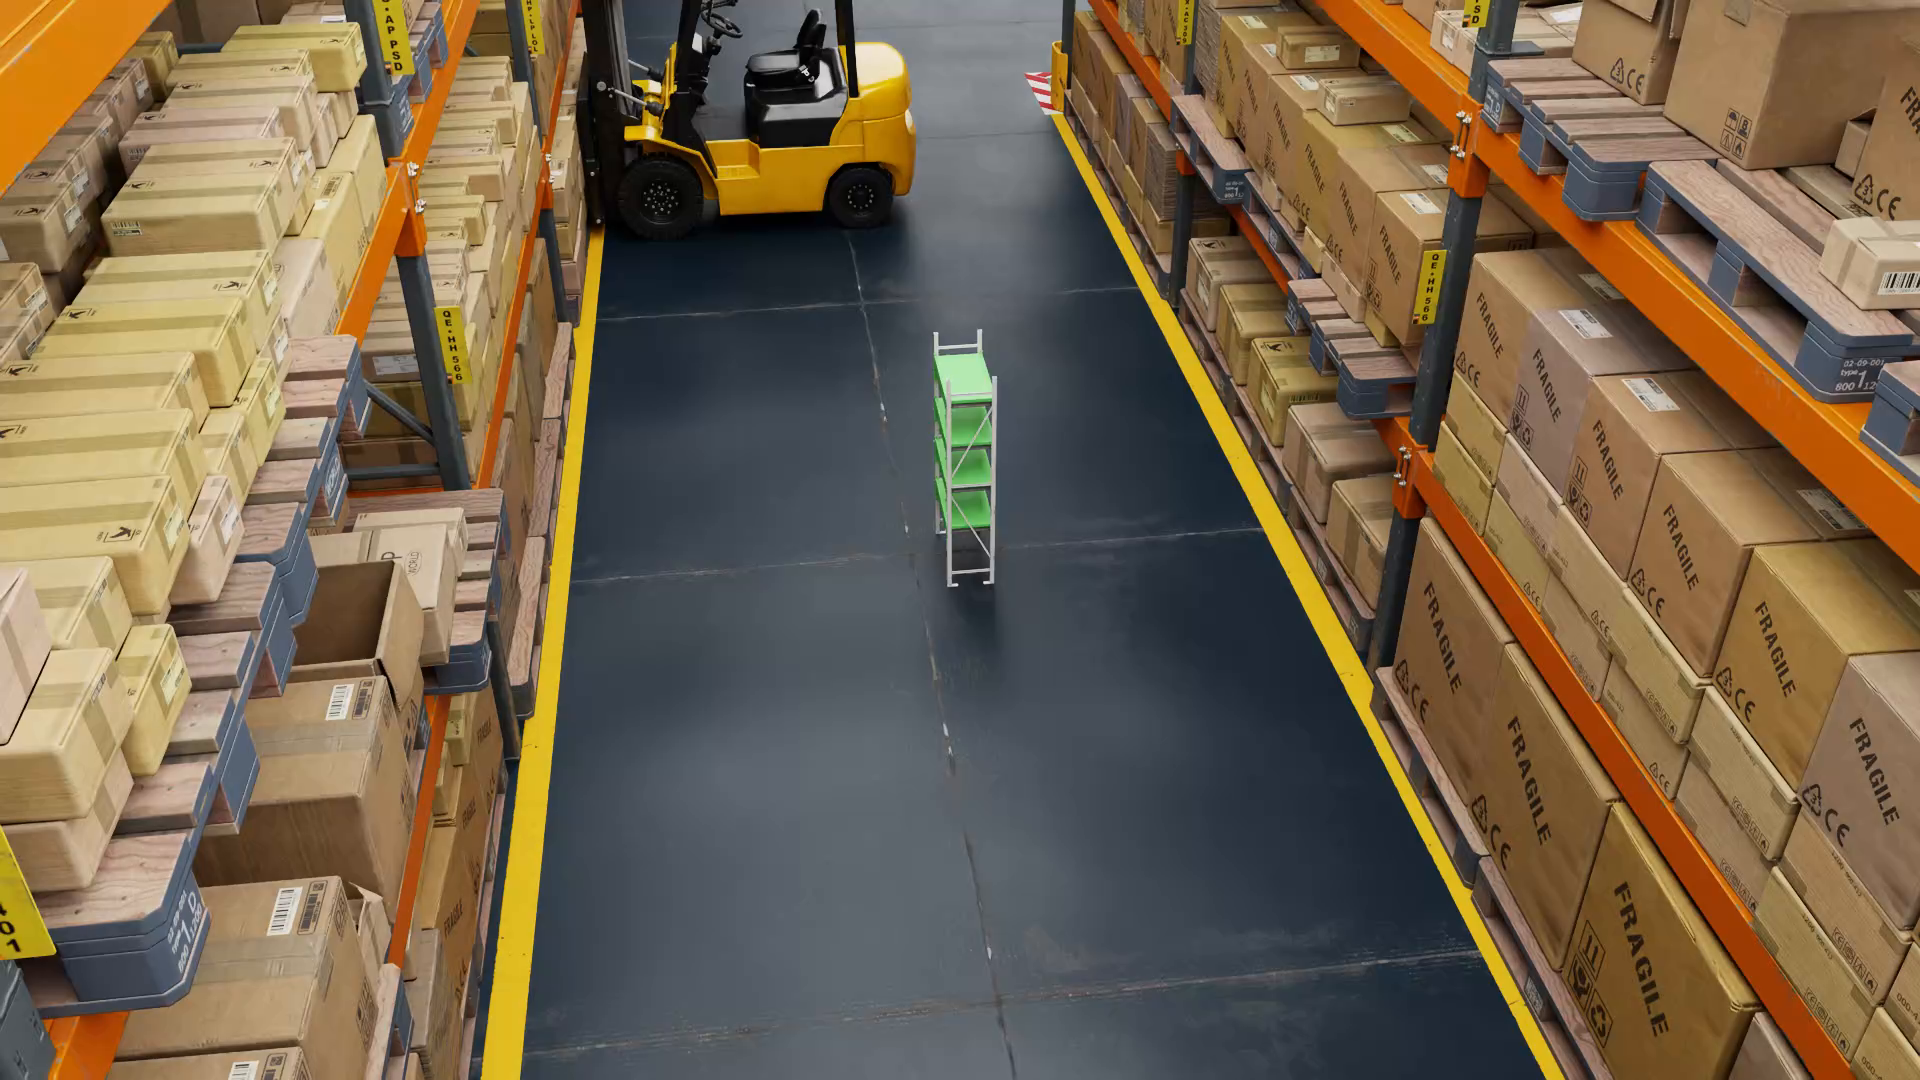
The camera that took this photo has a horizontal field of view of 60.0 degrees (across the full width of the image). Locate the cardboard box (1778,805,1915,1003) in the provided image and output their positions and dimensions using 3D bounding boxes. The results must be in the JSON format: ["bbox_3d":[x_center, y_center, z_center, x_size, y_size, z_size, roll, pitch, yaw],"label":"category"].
[{"bbox_3d":[2.611,0.955,4.502,0.500,0.250,0.500,-4,34,-5],"label":"cardboard box"}]

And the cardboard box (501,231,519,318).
[{"bbox_3d":[-2.495,-1.310,8.270,0.500,0.250,0.500,-3,34,-5],"label":"cardboard box"}]

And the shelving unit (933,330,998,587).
[{"bbox_3d":[0.022,-0.403,8.405,0.258,1.200,0.503,-4,35,-6],"label":"shelving unit"}]

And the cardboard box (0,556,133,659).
[{"bbox_3d":[-1.644,0.167,2.803,0.380,0.149,0.250,-4,34,-6],"label":"cardboard box"}]

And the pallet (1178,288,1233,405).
[{"bbox_3d":[2.016,-1.272,10.557,1.003,0.211,1.213,-4,35,-6],"label":"pallet"}]

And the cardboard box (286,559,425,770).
[{"bbox_3d":[-2.067,0.432,5.116,0.797,0.503,0.637,-5,35,-7],"label":"cardboard box"}]

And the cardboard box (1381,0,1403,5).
[{"bbox_3d":[2.215,-2.757,7.506,0.797,0.503,0.637,-4,35,-6],"label":"cardboard box"}]

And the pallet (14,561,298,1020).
[{"bbox_3d":[-1.950,0.453,3.054,1.213,0.211,1.003,-4,35,-6],"label":"pallet"}]

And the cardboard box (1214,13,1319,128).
[{"bbox_3d":[1.757,-2.633,9.353,0.500,0.500,0.500,-4,35,-6],"label":"cardboard box"}]

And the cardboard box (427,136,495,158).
[{"bbox_3d":[-2.541,-1.905,8.346,0.380,0.149,0.250,-4,34,-6],"label":"cardboard box"}]

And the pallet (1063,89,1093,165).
[{"bbox_3d":[1.457,-3.440,13.739,1.003,0.211,1.213,-4,35,-6],"label":"pallet"}]

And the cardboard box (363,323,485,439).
[{"bbox_3d":[-2.263,-0.661,6.874,0.500,0.250,0.500,-4,35,-6],"label":"cardboard box"}]

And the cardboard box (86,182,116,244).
[{"bbox_3d":[-2.628,-0.938,4.707,0.380,0.149,0.250,-5,35,-7],"label":"cardboard box"}]

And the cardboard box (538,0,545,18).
[{"bbox_3d":[-2.849,-3.419,10.567,0.380,0.149,0.250,-4,34,-5],"label":"cardboard box"}]

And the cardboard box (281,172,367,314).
[{"bbox_3d":[-2.092,-0.877,4.972,0.500,0.250,0.500,-4,35,-6],"label":"cardboard box"}]

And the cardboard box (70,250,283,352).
[{"bbox_3d":[-1.803,-0.544,3.848,0.380,0.149,0.250,-4,34,-6],"label":"cardboard box"}]

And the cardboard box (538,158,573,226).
[{"bbox_3d":[-2.762,-2.225,10.660,0.500,0.250,0.500,-5,35,-7],"label":"cardboard box"}]

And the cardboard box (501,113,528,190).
[{"bbox_3d":[-2.612,-2.084,8.962,0.500,0.250,0.500,-5,35,-8],"label":"cardboard box"}]

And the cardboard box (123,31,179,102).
[{"bbox_3d":[-2.695,-1.487,5.248,0.380,0.149,0.250,-6,35,-8],"label":"cardboard box"}]

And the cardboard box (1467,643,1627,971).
[{"bbox_3d":[2.574,0.968,6.308,0.875,0.875,0.875,-4,34,-6],"label":"cardboard box"}]

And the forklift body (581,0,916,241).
[{"bbox_3d":[-1.483,-3.442,12.019,2.313,2.155,1.214,-4,35,-6],"label":"forklift body"}]

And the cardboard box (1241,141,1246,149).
[{"bbox_3d":[1.810,-2.303,9.445,0.380,0.149,0.250,-2,34,-3],"label":"cardboard box"}]

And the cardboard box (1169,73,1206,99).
[{"bbox_3d":[1.565,-2.911,10.709,0.380,0.149,0.250,-5,35,-7],"label":"cardboard box"}]

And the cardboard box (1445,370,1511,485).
[{"bbox_3d":[2.271,-0.469,6.593,0.500,0.250,0.500,-5,35,-7],"label":"cardboard box"}]

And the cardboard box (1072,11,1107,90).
[{"bbox_3d":[1.210,-3.953,13.419,0.500,0.500,0.500,-5,35,-8],"label":"cardboard box"}]

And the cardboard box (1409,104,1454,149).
[{"bbox_3d":[2.462,-1.819,8.158,0.500,0.500,0.500,-4,34,-6],"label":"cardboard box"}]

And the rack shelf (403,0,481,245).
[{"bbox_3d":[-2.739,-2.307,7.575,1.077,0.370,4.000,-4,35,-6],"label":"rack shelf"}]

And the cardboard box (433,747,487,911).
[{"bbox_3d":[-2.143,1.111,6.432,0.500,0.500,0.500,-5,35,-7],"label":"cardboard box"}]

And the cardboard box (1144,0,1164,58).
[{"bbox_3d":[1.528,-3.538,11.054,0.500,0.500,0.500,-3,34,-5],"label":"cardboard box"}]

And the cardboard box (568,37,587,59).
[{"bbox_3d":[-3.101,-3.645,12.745,0.500,0.250,0.500,-4,34,-6],"label":"cardboard box"}]

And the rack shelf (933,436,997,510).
[{"bbox_3d":[0.022,-0.351,8.441,0.258,0.148,0.480,-4,35,-6],"label":"rack shelf"}]

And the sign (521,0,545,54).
[{"bbox_3d":[-2.472,-2.973,9.619,0.100,0.325,0.005,-4,35,-6],"label":"sign"}]

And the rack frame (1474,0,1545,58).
[{"bbox_3d":[2.448,-3.105,5.445,1.000,3.000,0.127,-4,35,-6],"label":"rack frame"}]

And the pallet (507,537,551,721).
[{"bbox_3d":[-2.542,0.442,8.043,1.003,0.211,1.213,-4,35,-6],"label":"pallet"}]

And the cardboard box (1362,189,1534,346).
[{"bbox_3d":[2.111,-1.197,7.245,0.500,0.500,0.500,-5,35,-8],"label":"cardboard box"}]

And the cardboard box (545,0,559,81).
[{"bbox_3d":[-2.965,-3.361,11.058,0.500,0.500,0.500,-5,35,-7],"label":"cardboard box"}]

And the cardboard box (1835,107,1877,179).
[{"bbox_3d":[2.980,-1.242,5.120,0.396,0.266,0.258,-5,35,-8],"label":"cardboard box"}]

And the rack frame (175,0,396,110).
[{"bbox_3d":[-2.470,-2.727,4.890,1.000,3.000,0.127,-4,35,-6],"label":"rack frame"}]

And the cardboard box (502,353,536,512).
[{"bbox_3d":[-2.727,-0.529,8.728,0.875,0.625,0.625,-6,35,-8],"label":"cardboard box"}]

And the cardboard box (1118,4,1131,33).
[{"bbox_3d":[1.350,-3.763,11.961,0.380,0.149,0.250,-4,34,-6],"label":"cardboard box"}]

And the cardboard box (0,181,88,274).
[{"bbox_3d":[-2.464,-0.785,4.218,0.380,0.149,0.250,-5,35,-7],"label":"cardboard box"}]

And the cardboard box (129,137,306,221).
[{"bbox_3d":[-1.992,-0.961,4.476,0.380,0.149,0.250,-5,35,-7],"label":"cardboard box"}]

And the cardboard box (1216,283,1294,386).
[{"bbox_3d":[2.083,-1.253,10.014,0.950,0.372,0.625,-2,34,-3],"label":"cardboard box"}]

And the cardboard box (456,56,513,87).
[{"bbox_3d":[-2.742,-2.616,9.389,0.380,0.149,0.250,-3,34,-5],"label":"cardboard box"}]

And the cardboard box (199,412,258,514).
[{"bbox_3d":[-1.718,-0.133,3.509,0.380,0.149,0.250,-5,35,-7],"label":"cardboard box"}]

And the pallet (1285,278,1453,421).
[{"bbox_3d":[2.247,-0.937,7.760,1.213,0.211,1.003,-4,35,-6],"label":"pallet"}]

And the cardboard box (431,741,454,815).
[{"bbox_3d":[-2.094,0.900,6.165,0.380,0.149,0.250,-5,35,-8],"label":"cardboard box"}]

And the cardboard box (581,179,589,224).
[{"bbox_3d":[-2.913,-2.380,11.777,0.500,0.250,0.500,-4,34,-6],"label":"cardboard box"}]

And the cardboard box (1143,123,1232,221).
[{"bbox_3d":[1.565,-2.515,11.309,0.500,0.500,0.500,-5,35,-7],"label":"cardboard box"}]

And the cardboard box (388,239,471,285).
[{"bbox_3d":[-2.366,-1.193,7.301,0.380,0.149,0.250,-4,34,-6],"label":"cardboard box"}]

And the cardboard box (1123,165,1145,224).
[{"bbox_3d":[1.483,-2.502,11.955,0.500,0.250,0.500,-5,35,-8],"label":"cardboard box"}]

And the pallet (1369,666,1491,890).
[{"bbox_3d":[2.479,0.972,7.265,1.003,0.211,1.213,-4,35,-6],"label":"pallet"}]

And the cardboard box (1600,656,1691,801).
[{"bbox_3d":[2.486,0.581,5.495,0.500,0.250,0.500,-4,35,-6],"label":"cardboard box"}]

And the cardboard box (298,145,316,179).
[{"bbox_3d":[-2.158,-1.116,4.969,0.380,0.149,0.250,-4,34,-5],"label":"cardboard box"}]

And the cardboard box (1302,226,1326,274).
[{"bbox_3d":[1.908,-1.436,8.172,0.380,0.149,0.250,-4,34,-6],"label":"cardboard box"}]

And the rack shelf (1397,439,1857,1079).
[{"bbox_3d":[2.717,0.787,5.699,1.077,0.370,4.000,-4,35,-6],"label":"rack shelf"}]

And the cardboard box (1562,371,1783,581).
[{"bbox_3d":[2.403,-0.221,5.563,0.500,0.500,0.500,-3,34,-5],"label":"cardboard box"}]
